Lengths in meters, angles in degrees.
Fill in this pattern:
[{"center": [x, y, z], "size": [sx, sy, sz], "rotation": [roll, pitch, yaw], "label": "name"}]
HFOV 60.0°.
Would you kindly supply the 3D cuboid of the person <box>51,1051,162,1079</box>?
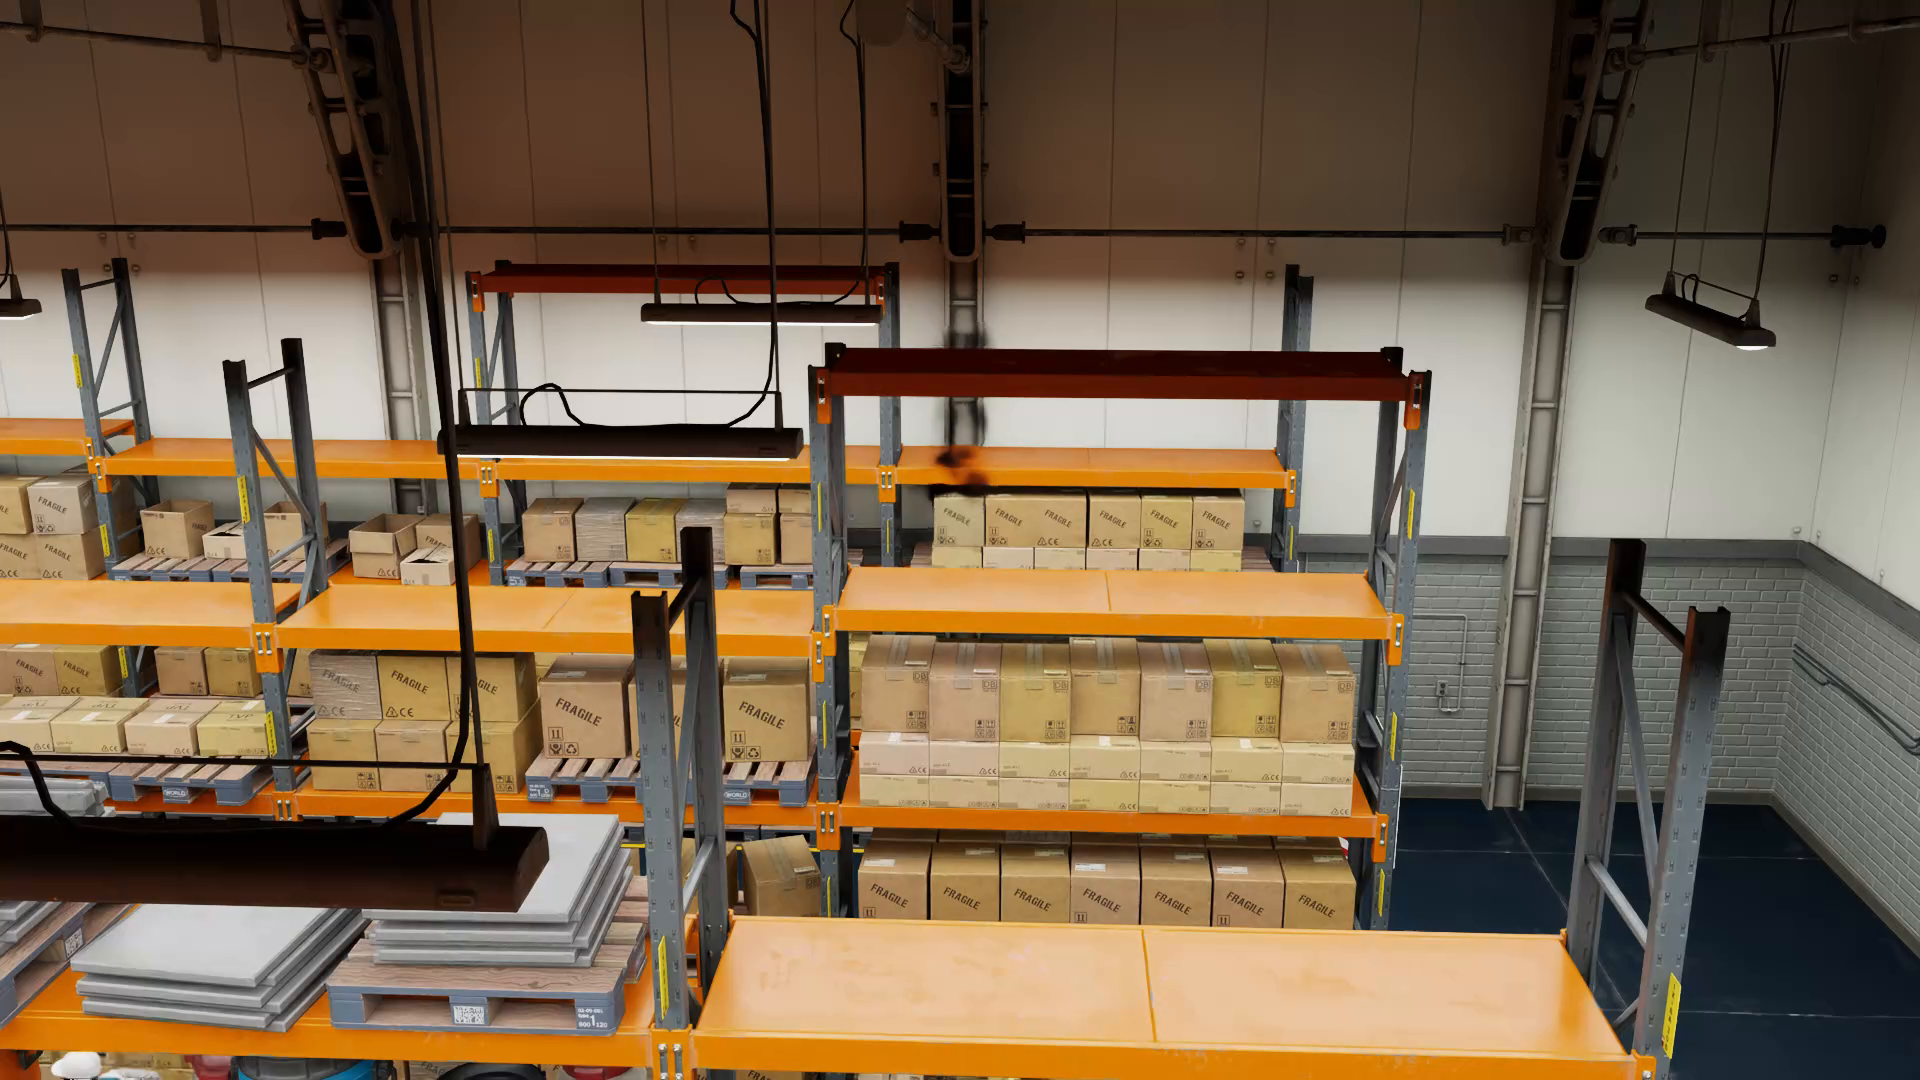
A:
[{"center": [-5.549, 4.178, 11.110], "size": [0.943, 1.772, 0.650], "rotation": [-2, 16, -8], "label": "person"}]
